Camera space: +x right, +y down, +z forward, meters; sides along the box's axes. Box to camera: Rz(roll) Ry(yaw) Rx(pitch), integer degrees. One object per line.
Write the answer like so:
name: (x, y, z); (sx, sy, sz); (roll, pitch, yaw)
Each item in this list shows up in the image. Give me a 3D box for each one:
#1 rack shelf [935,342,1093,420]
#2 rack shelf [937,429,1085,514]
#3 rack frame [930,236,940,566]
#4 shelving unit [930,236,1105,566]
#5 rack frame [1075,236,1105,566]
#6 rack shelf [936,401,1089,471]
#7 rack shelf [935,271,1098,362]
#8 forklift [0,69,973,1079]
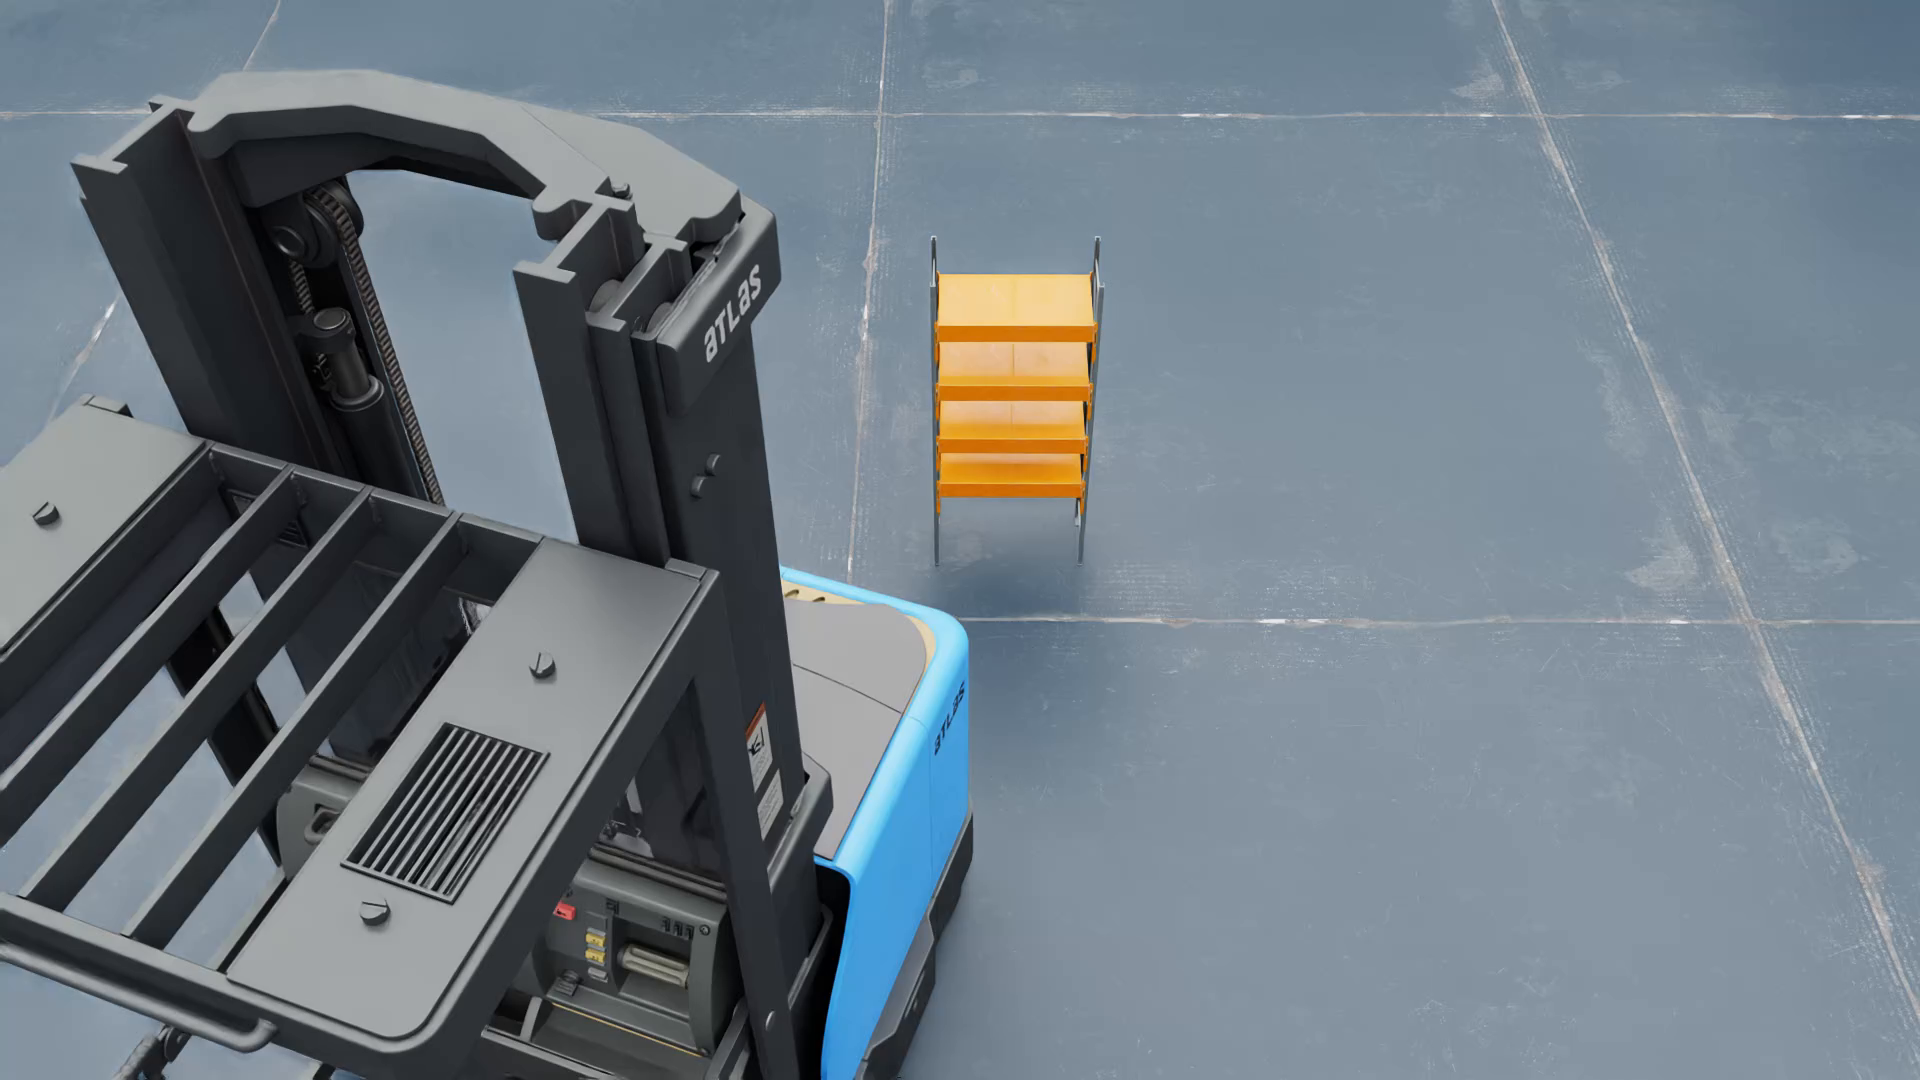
rack shelf: (0.166, -0.515, 5.196); (0.480, 0.148, 0.258); (0, 47, 0)
rack shelf: (0.166, -0.227, 5.505); (0.480, 0.148, 0.258); (0, 47, 0)
rack frame: (-0.078, -0.409, 5.311); (0.015, 1.200, 0.240); (0, 47, 0)
shelving unit: (0.166, -0.408, 5.310); (0.503, 1.200, 0.258); (0, 47, 0)
rack frame: (0.410, -0.408, 5.310); (0.015, 1.200, 0.240); (0, 47, 0)
rack shelf: (0.166, -0.363, 5.360); (0.480, 0.148, 0.258); (0, 47, 0)
rack shelf: (0.166, -0.676, 5.023); (0.480, 0.148, 0.258); (0, 47, 0)
forklift: (-0.946, 0.818, 2.987); (1.130, 2.935, 3.031); (15, 49, 14)
